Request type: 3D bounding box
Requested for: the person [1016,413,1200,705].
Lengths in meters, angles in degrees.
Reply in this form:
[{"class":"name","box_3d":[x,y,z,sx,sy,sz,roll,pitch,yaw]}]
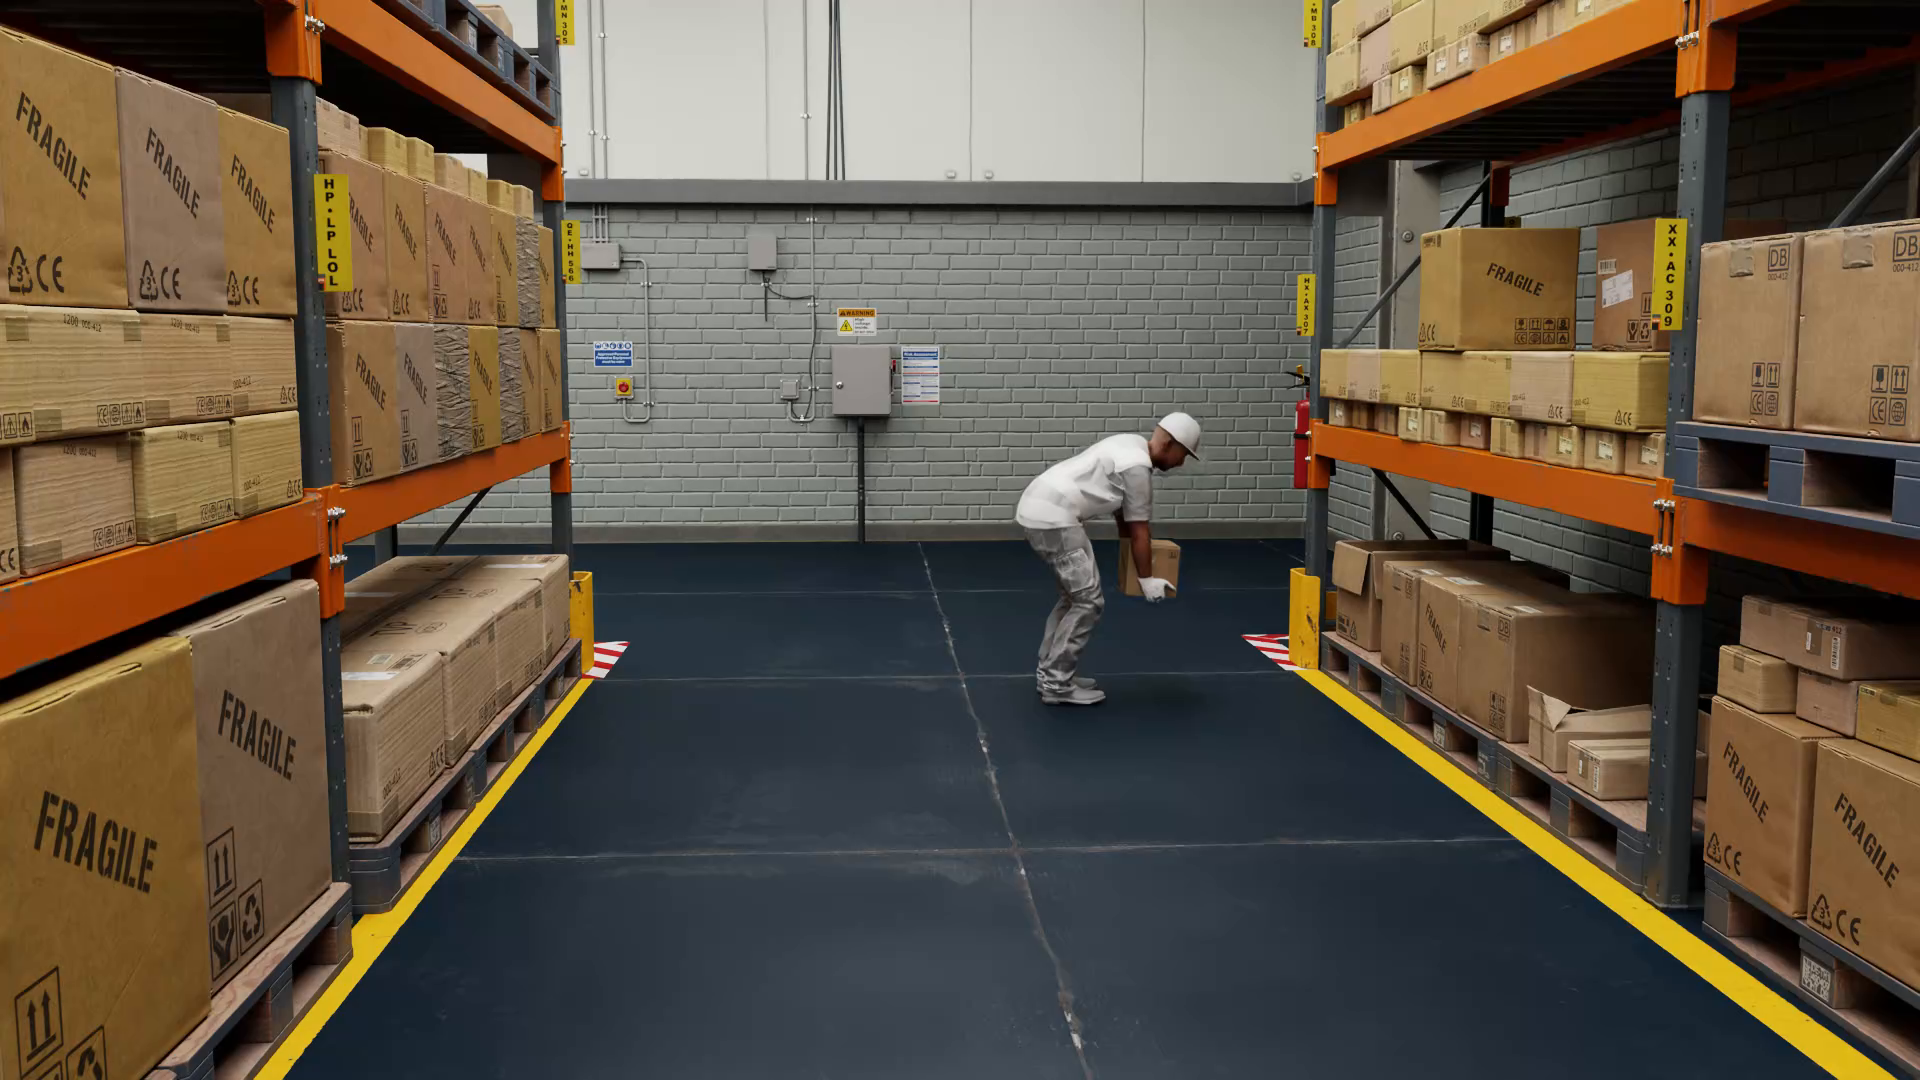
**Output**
[{"class":"person","box_3d":[0.724,0.079,8.122,0.897,1.396,0.499,-1,7,-5]}]
